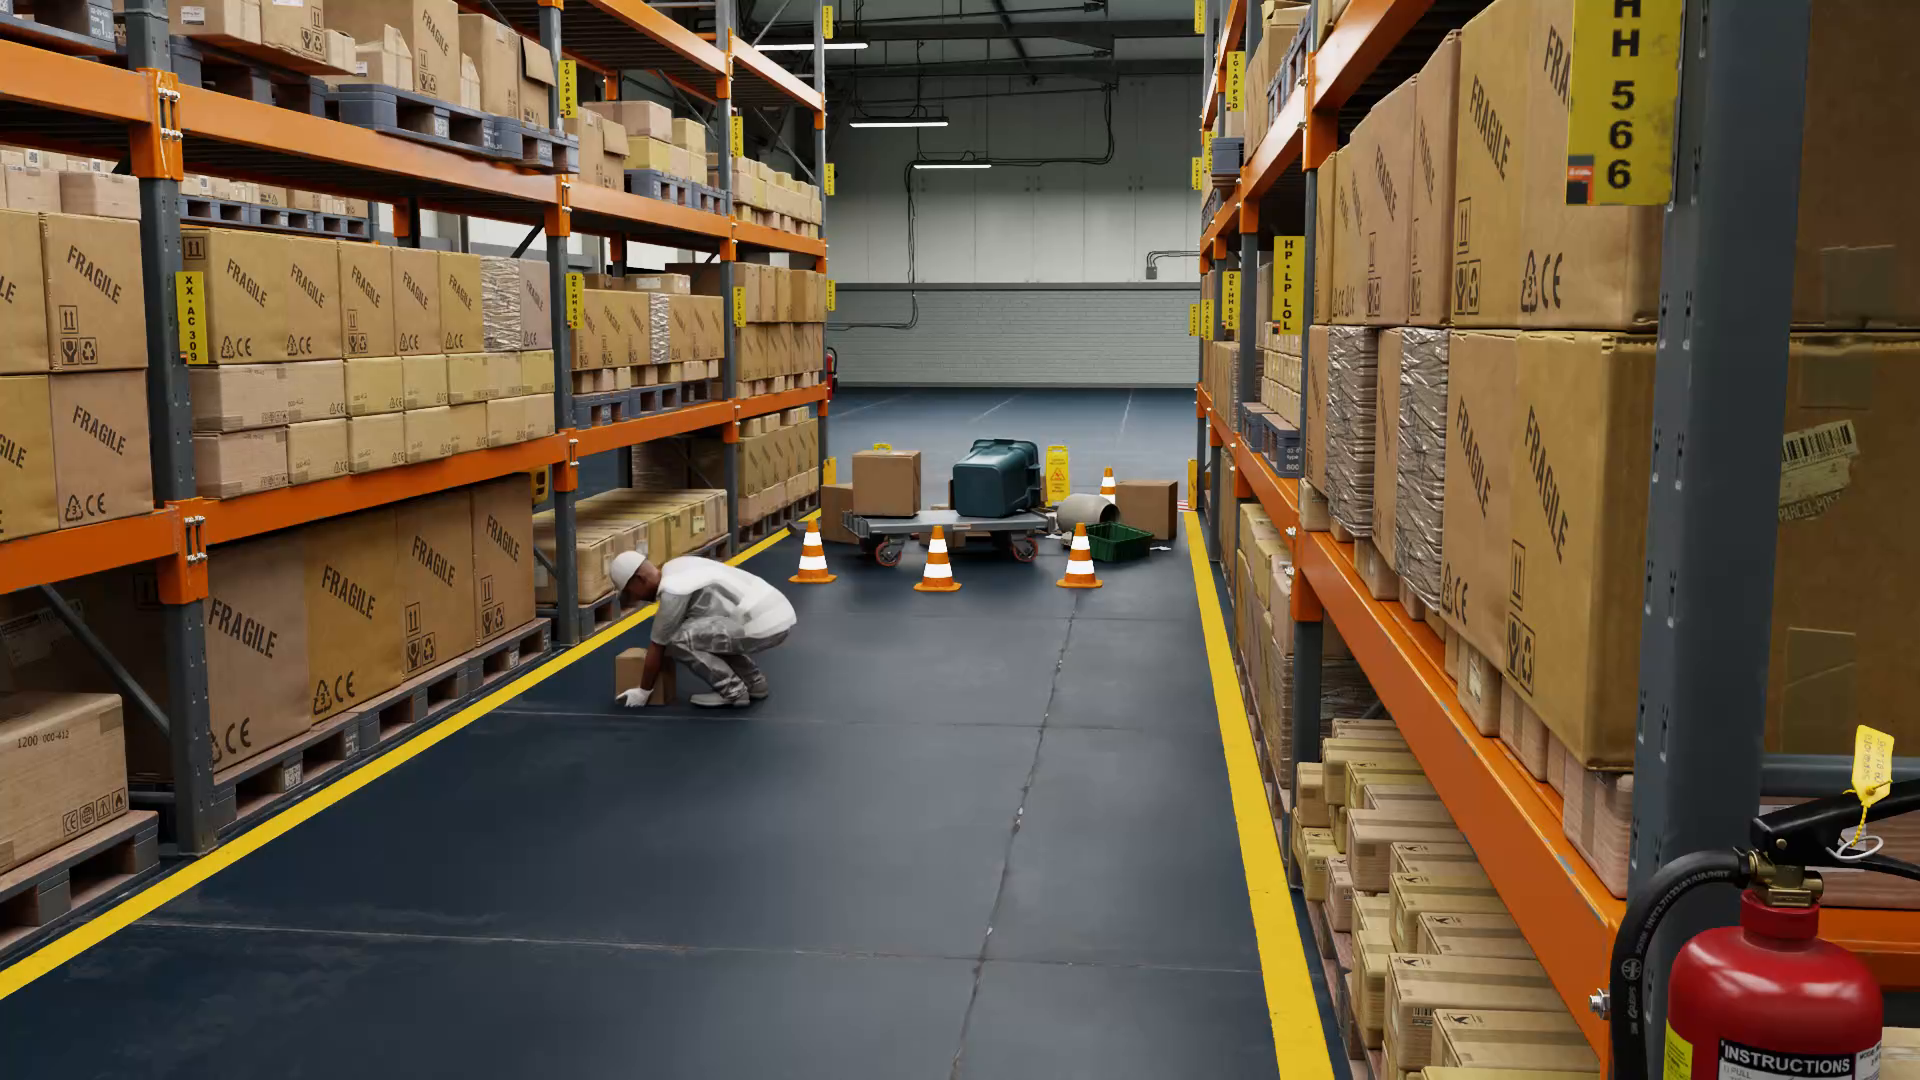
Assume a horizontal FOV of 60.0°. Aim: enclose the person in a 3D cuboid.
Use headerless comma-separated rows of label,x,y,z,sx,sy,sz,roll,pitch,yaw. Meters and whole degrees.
person,-1.330,0.492,8.594,0.937,0.878,0.574,1,8,6
